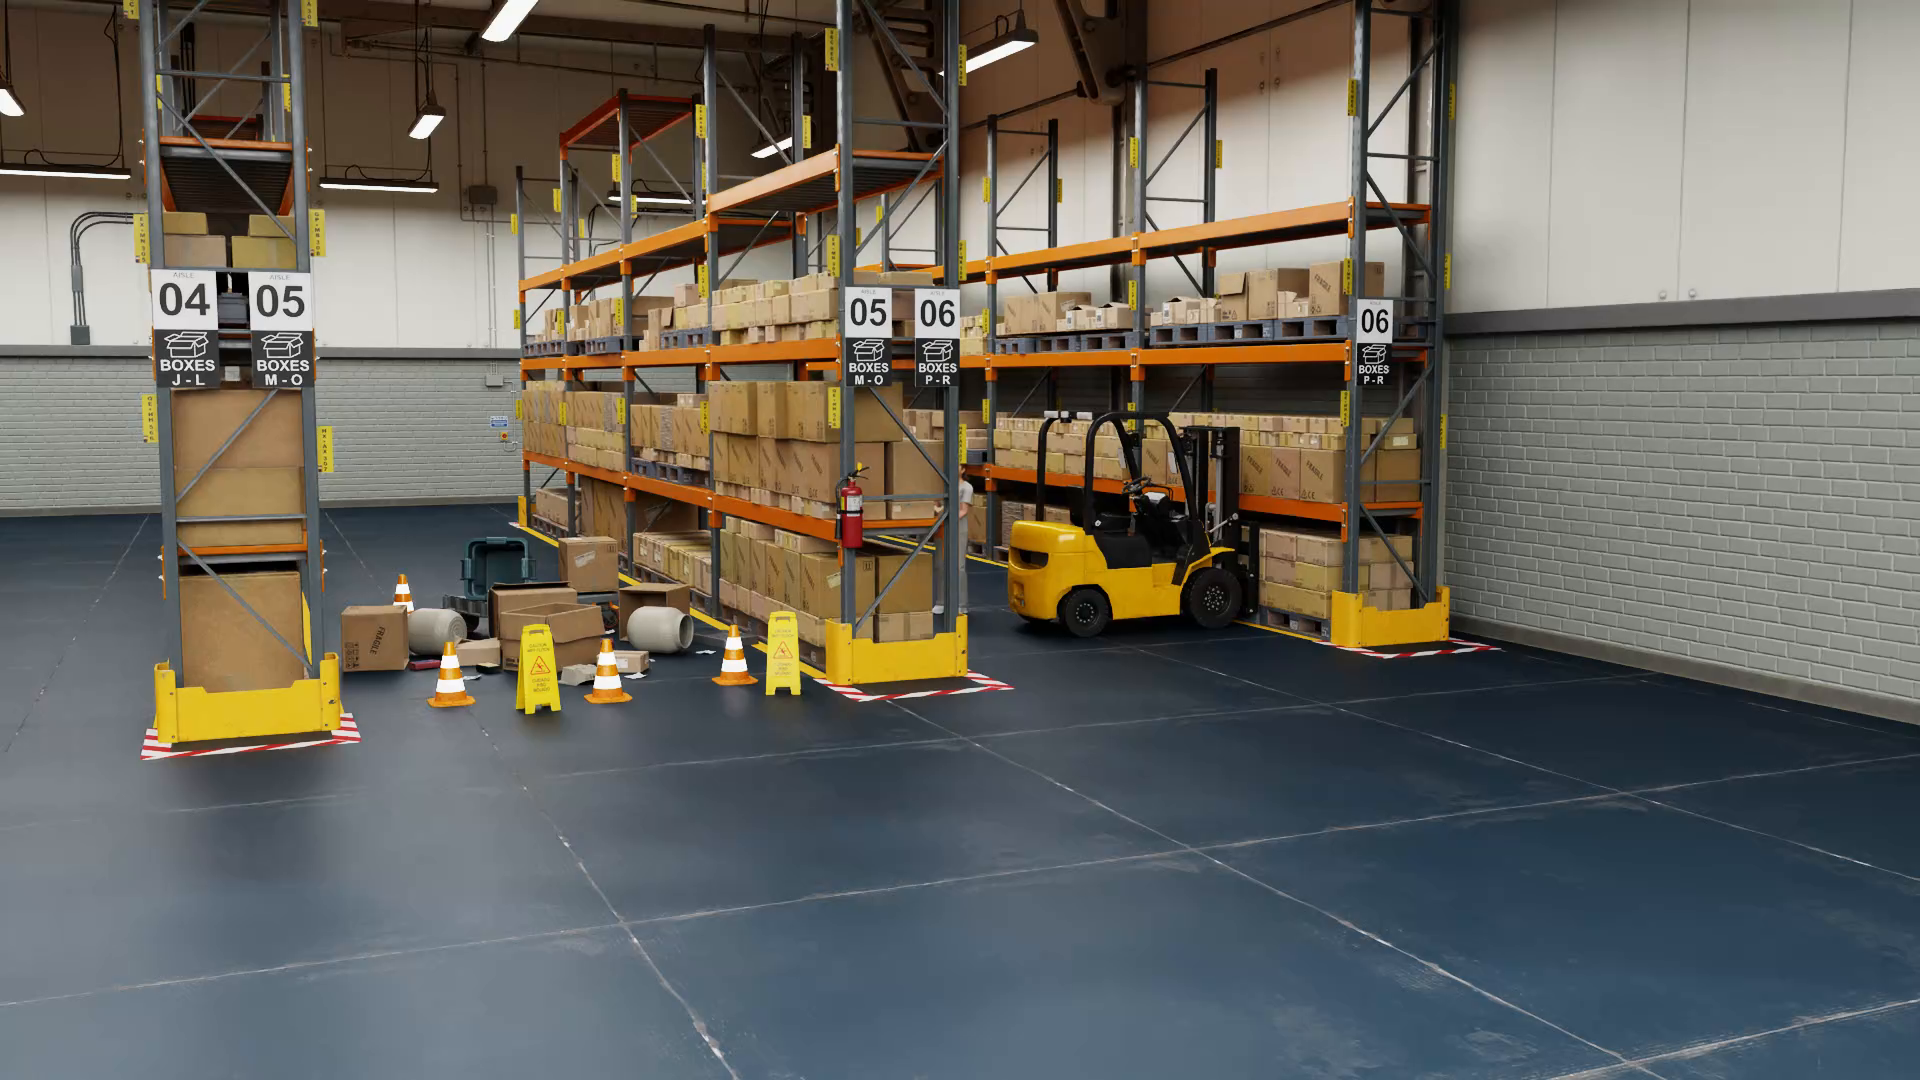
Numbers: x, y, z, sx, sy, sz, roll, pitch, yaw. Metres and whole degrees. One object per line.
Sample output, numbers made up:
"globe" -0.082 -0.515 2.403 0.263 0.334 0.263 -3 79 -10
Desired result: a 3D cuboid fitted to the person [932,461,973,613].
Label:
"person" -0.109 -0.050 17.498 0.444 1.671 0.551 4 7 37
